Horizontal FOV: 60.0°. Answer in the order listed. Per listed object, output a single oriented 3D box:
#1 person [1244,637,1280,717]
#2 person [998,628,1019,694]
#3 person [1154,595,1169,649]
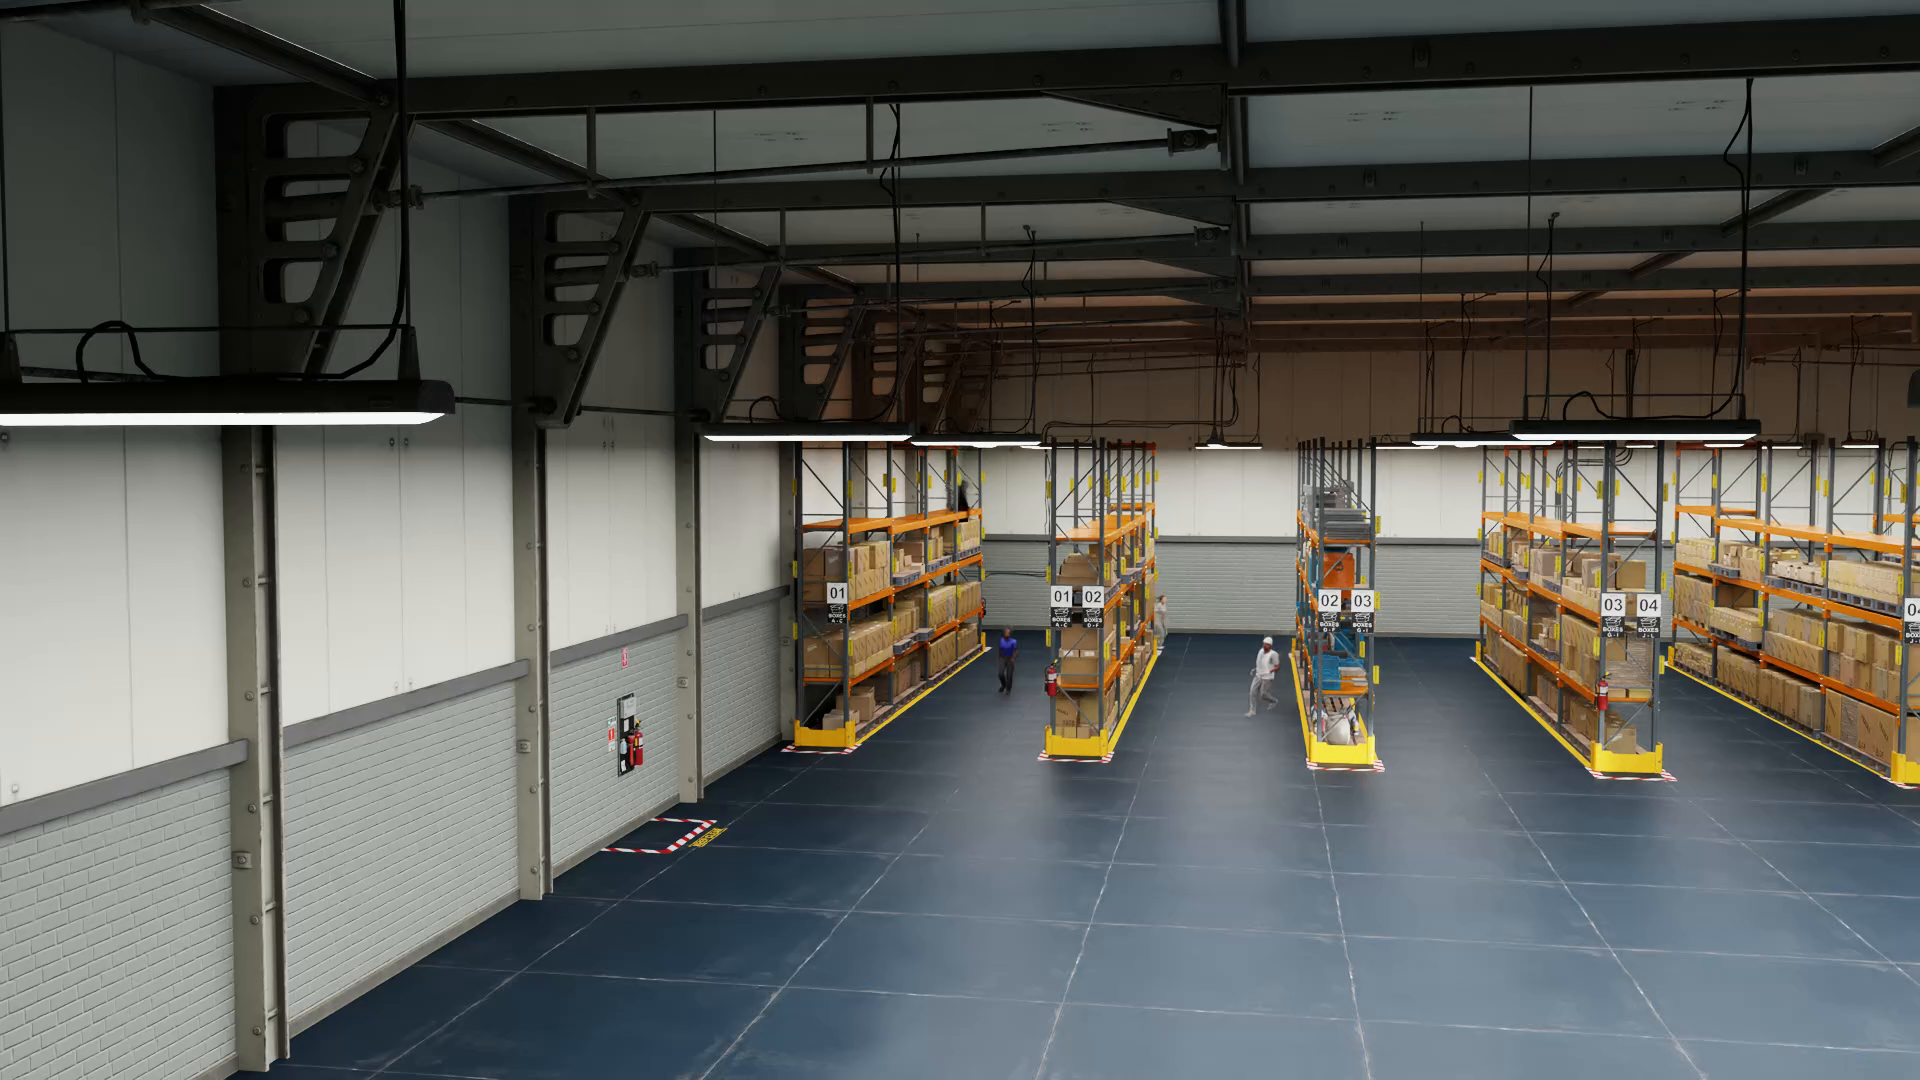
[{"bbox_3d":[6.588,2.952,35.869,0.806,1.731,0.745,-2,4,-37],"label":"person"},{"bbox_3d":[1.105,2.846,39.015,0.563,1.597,0.755,1,3,13],"label":"person"},{"bbox_3d":[5.721,2.377,48.197,0.604,1.591,0.601,1,3,26],"label":"person"}]
